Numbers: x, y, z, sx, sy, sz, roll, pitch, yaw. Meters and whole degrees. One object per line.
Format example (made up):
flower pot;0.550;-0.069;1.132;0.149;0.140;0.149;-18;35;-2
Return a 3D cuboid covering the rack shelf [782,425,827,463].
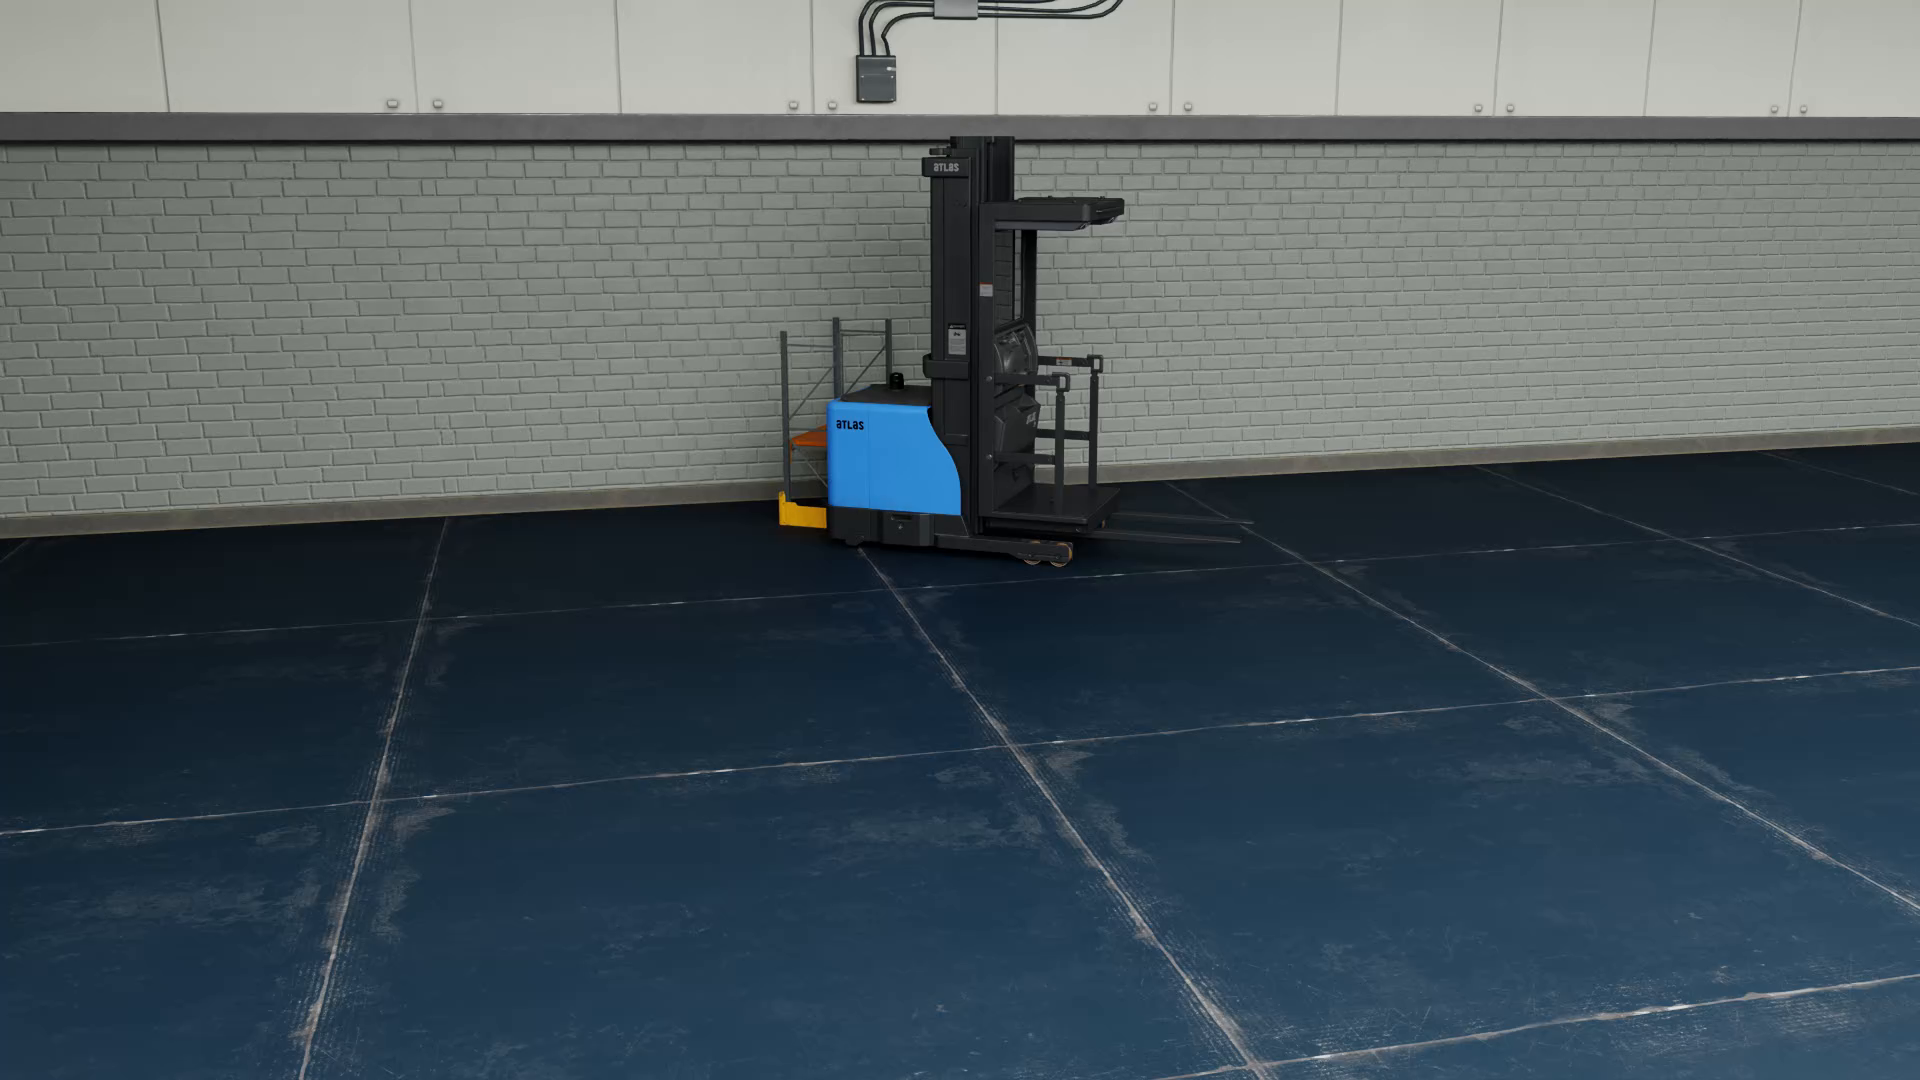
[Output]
rack shelf;-0.955;-0.774;13.195;0.538;0.185;1.000;5;14;18

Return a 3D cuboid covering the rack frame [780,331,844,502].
rack frame;-1.118;-0.835;12.684;0.500;1.500;0.032;5;14;18

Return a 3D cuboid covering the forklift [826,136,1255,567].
forklift;0.591;-1.378;11.890;3.031;2.935;1.130;4;14;18

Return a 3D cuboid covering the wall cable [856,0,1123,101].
wall cable;0.312;-6.454;12.716;2.305;6.003;0.169;-3;14;-13

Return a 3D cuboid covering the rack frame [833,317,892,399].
rack frame;-0.792;-1.063;13.620;0.500;1.500;0.032;5;14;18

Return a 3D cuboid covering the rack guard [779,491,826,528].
rack guard;-1.118;-0.228;12.834;0.587;0.250;0.087;5;14;18

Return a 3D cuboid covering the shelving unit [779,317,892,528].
shelving unit;-0.958;-0.947;13.144;0.587;1.500;1.083;5;14;18
